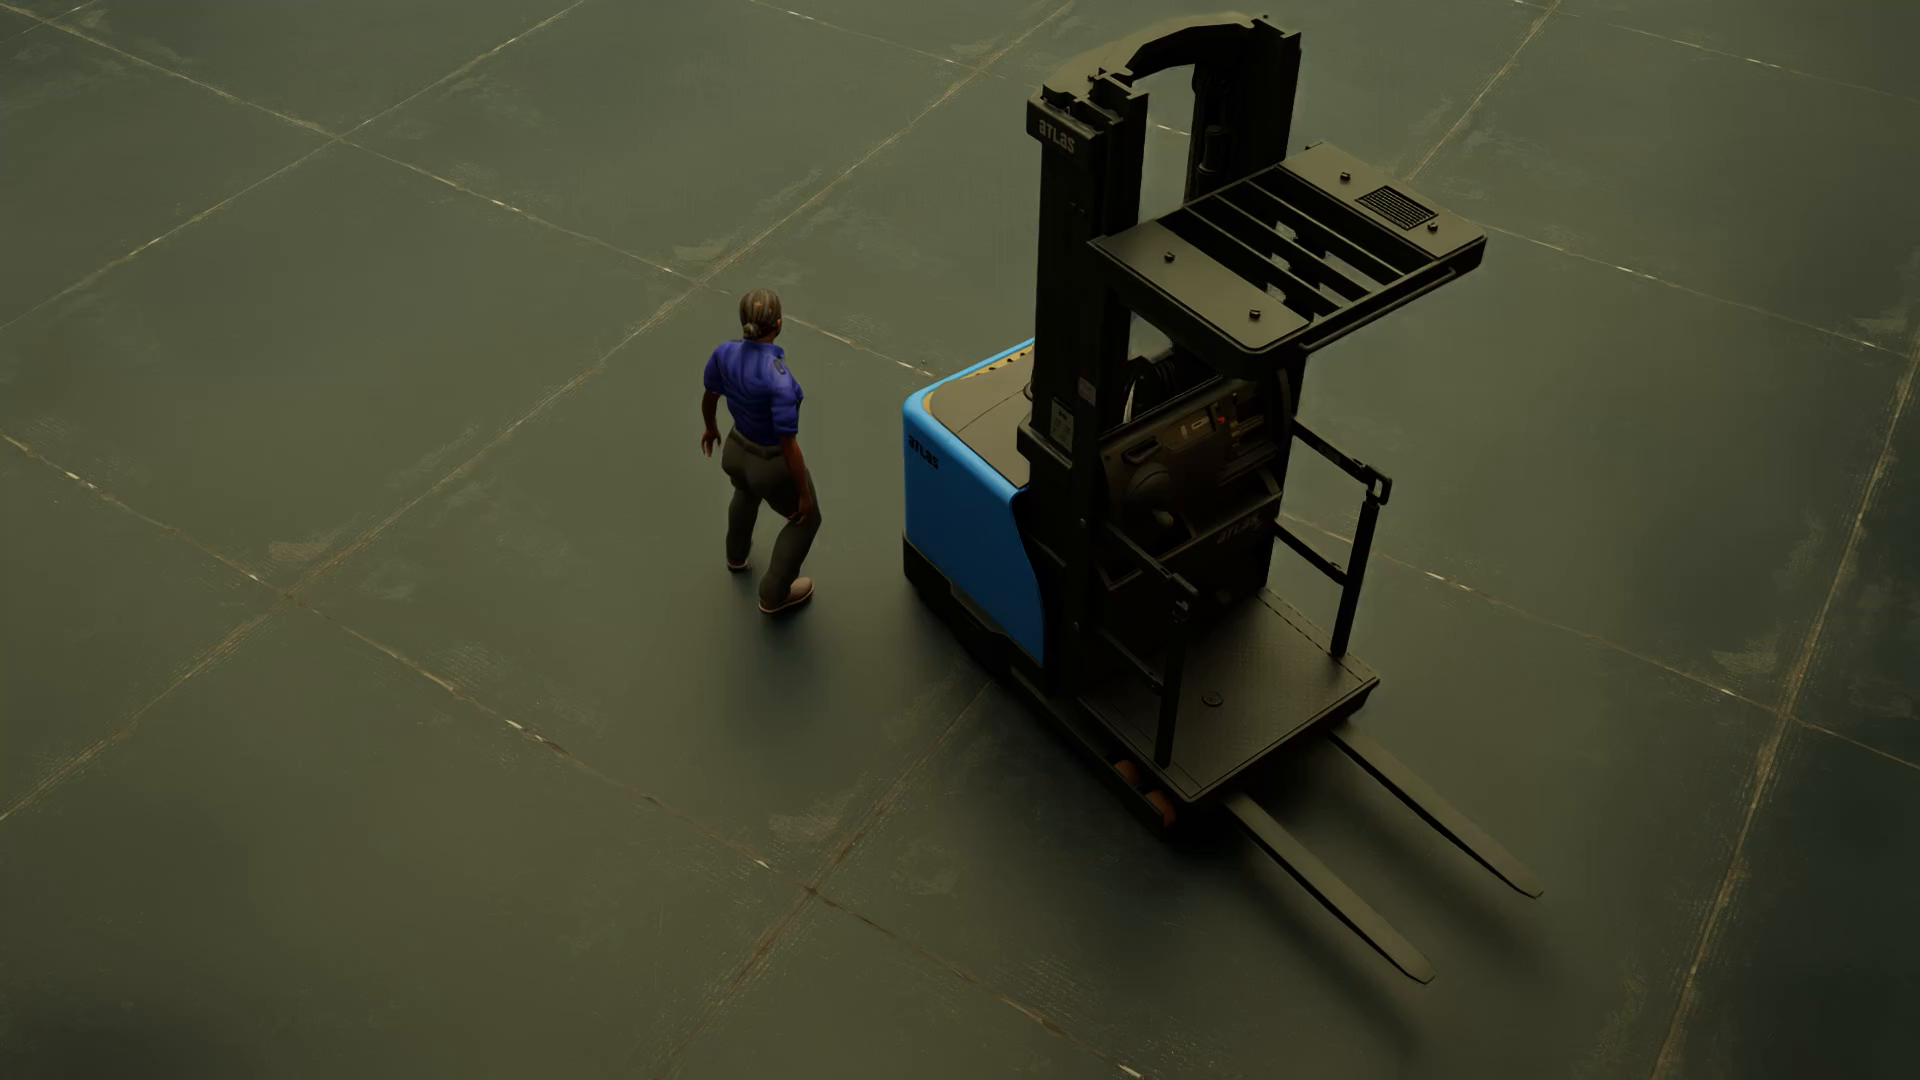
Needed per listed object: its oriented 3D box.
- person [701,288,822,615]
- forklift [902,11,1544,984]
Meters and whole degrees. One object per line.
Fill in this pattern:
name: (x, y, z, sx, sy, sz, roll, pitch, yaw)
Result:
person: (-0.873, -0.375, 7.197, 0.788, 1.621, 0.372, 32, 52, 29)
forklift: (1.026, -0.275, 6.139, 1.130, 2.935, 3.031, -27, 50, -26)
